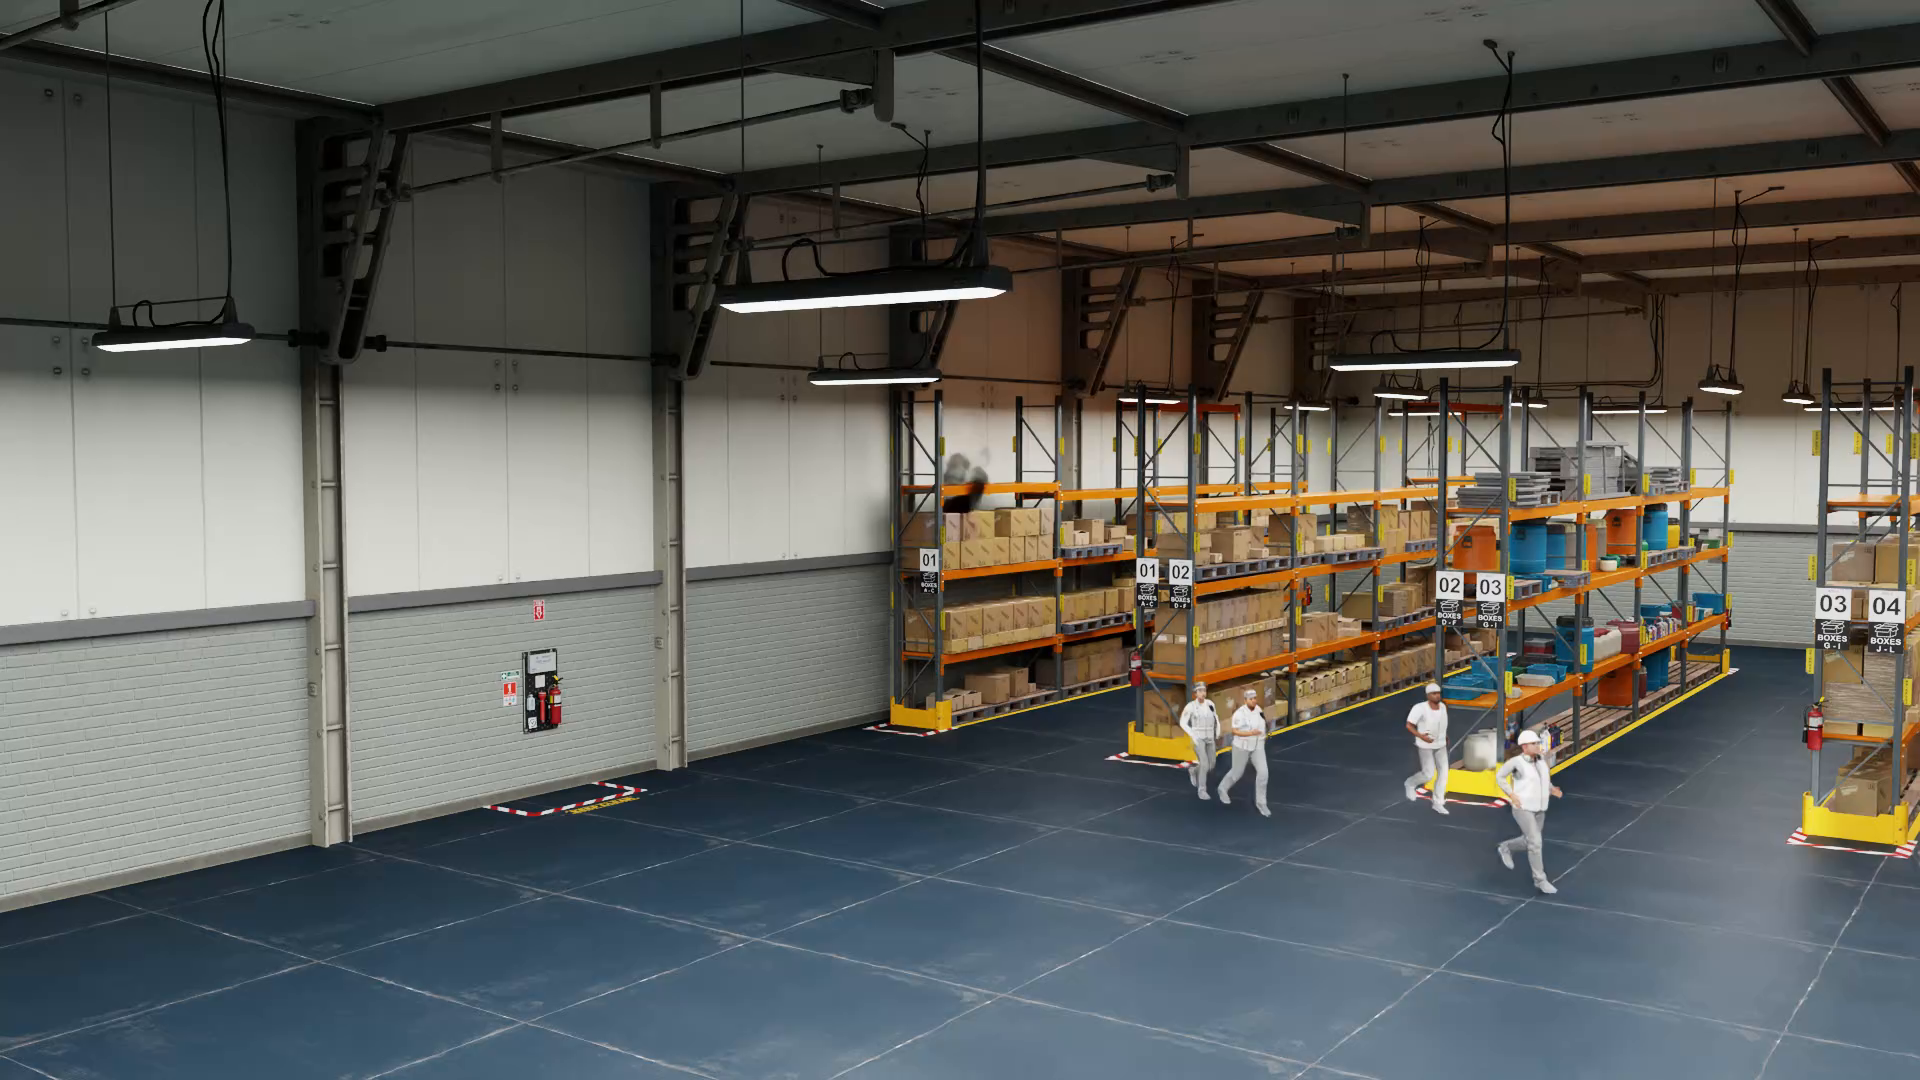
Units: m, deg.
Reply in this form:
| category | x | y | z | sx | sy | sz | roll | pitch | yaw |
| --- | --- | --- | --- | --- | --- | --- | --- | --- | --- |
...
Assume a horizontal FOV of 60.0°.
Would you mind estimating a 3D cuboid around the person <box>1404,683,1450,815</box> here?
| category | x | y | z | sx | sy | sz | roll | pitch | yaw |
| --- | --- | --- | --- | --- | --- | --- | --- | --- | --- |
| person | 6.464 | 2.845 | 22.922 | 0.721 | 1.772 | 0.787 | -2 | 4 | -29 |

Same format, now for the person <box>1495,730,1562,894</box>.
| category | x | y | z | sx | sy | sz | roll | pitch | yaw |
| --- | --- | --- | --- | --- | --- | --- | --- | --- | --- |
| person | 6.468 | 3.056 | 18.959 | 0.663 | 1.777 | 0.928 | -2 | 4 | -28 |

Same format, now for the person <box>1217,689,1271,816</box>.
| category | x | y | z | sx | sy | sz | roll | pitch | yaw |
| --- | --- | --- | --- | --- | --- | --- | --- | --- | --- |
| person | 3.945 | 2.889 | 22.873 | 0.612 | 1.707 | 0.909 | -1 | 4 | -23 |

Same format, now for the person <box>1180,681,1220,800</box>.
| category | x | y | z | sx | sy | sz | roll | pitch | yaw |
| --- | --- | --- | --- | --- | --- | --- | --- | --- | --- |
| person | 3.437 | 2.841 | 23.797 | 0.616 | 1.675 | 0.561 | -1 | 3 | -21 |
